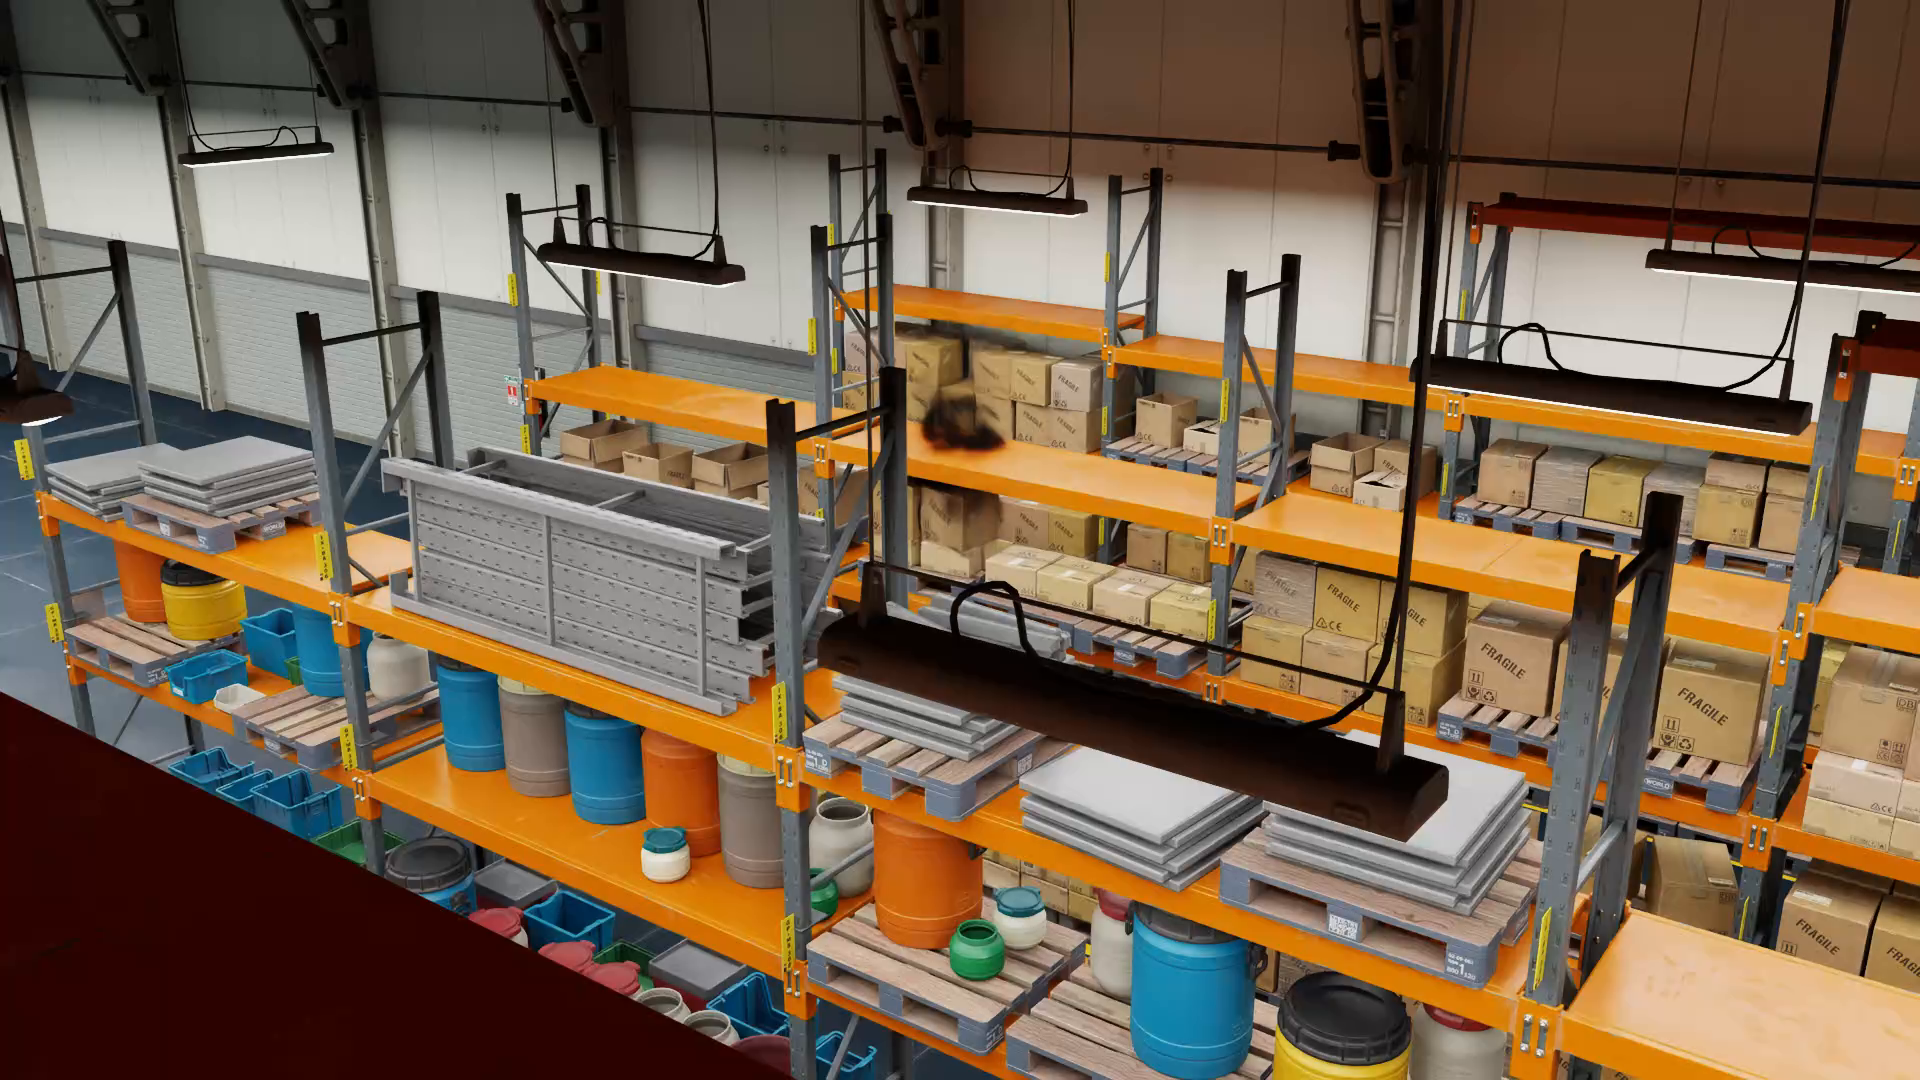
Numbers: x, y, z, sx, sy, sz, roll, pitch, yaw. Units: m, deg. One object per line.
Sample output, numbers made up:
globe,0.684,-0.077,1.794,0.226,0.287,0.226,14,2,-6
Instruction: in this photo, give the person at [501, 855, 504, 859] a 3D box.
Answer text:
person,-3.966,2.591,14.804,0.494,1.630,0.561,9,20,24
